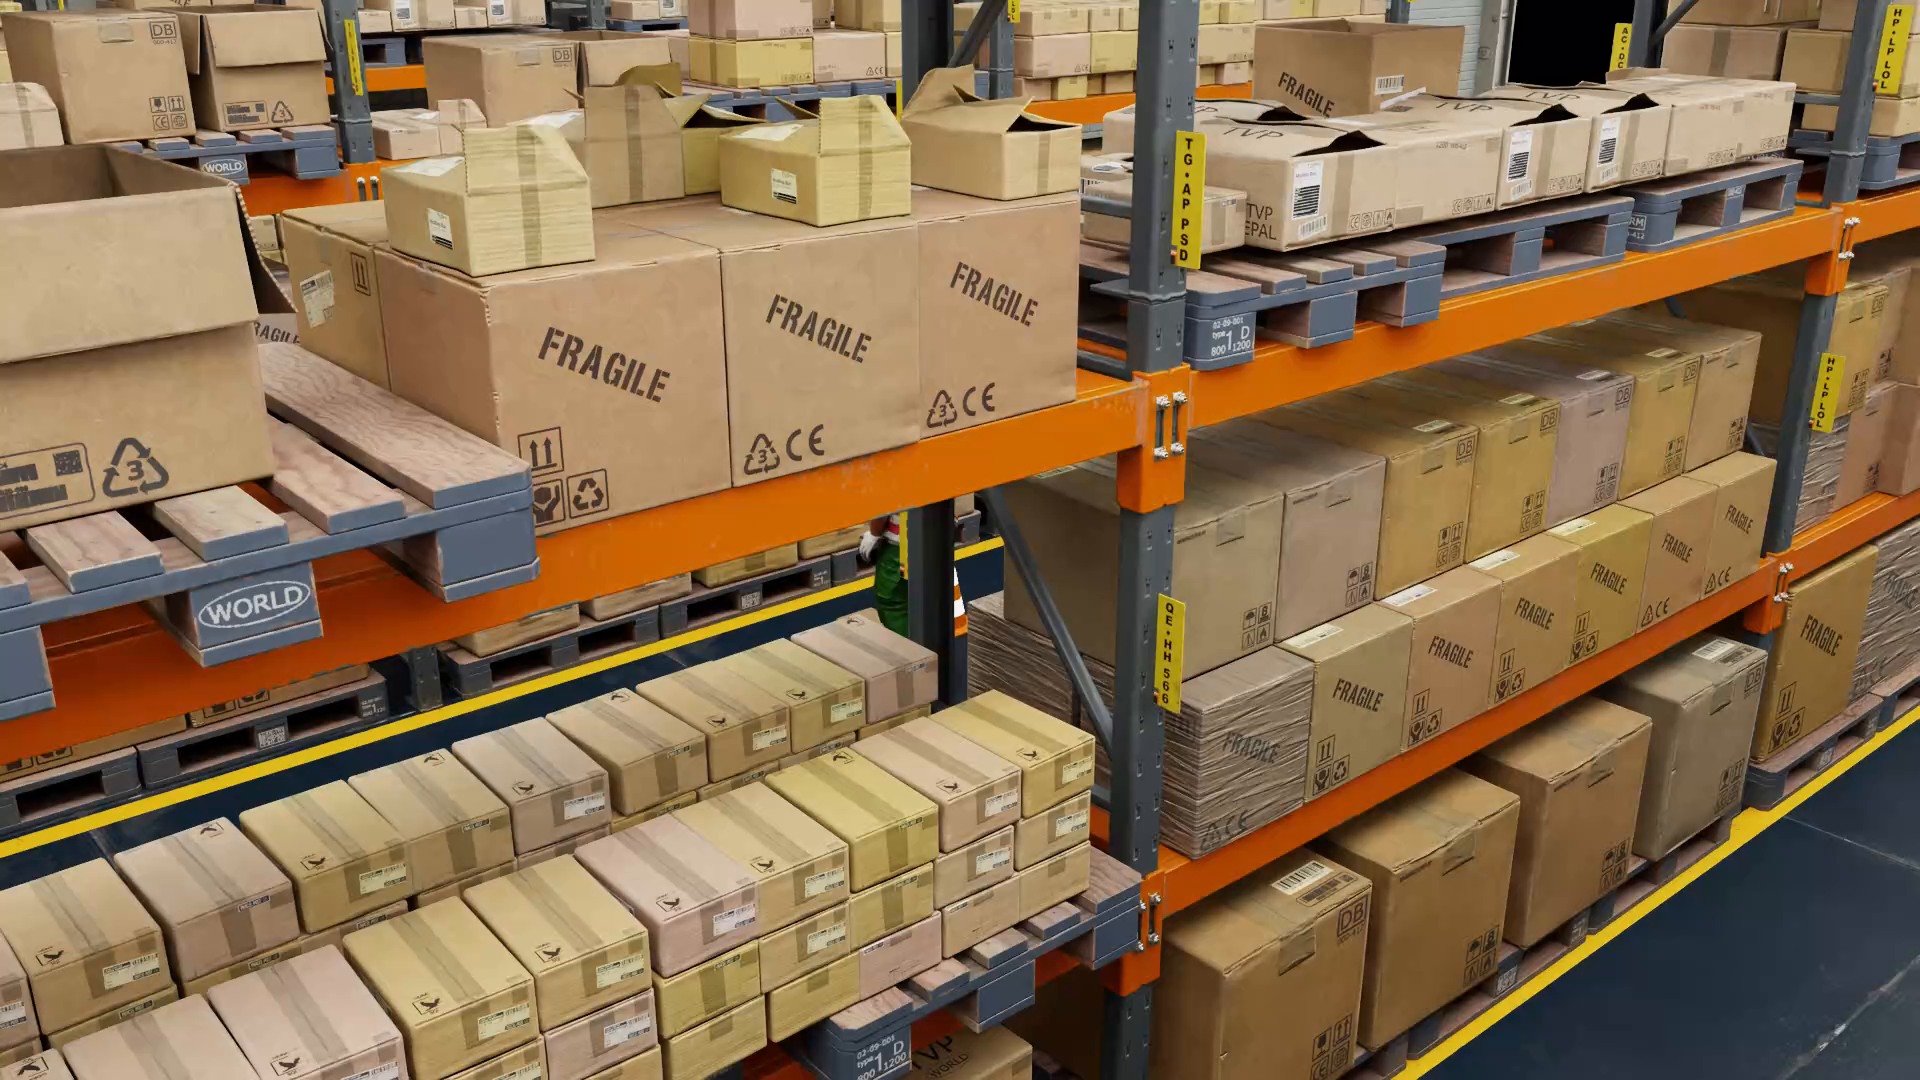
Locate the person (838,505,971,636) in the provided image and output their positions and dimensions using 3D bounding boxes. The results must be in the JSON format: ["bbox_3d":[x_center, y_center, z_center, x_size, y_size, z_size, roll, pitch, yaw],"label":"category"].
[{"bbox_3d":[-0.299,0.091,8.715,0.581,1.500,0.711,-17,26,-37],"label":"person"}]
